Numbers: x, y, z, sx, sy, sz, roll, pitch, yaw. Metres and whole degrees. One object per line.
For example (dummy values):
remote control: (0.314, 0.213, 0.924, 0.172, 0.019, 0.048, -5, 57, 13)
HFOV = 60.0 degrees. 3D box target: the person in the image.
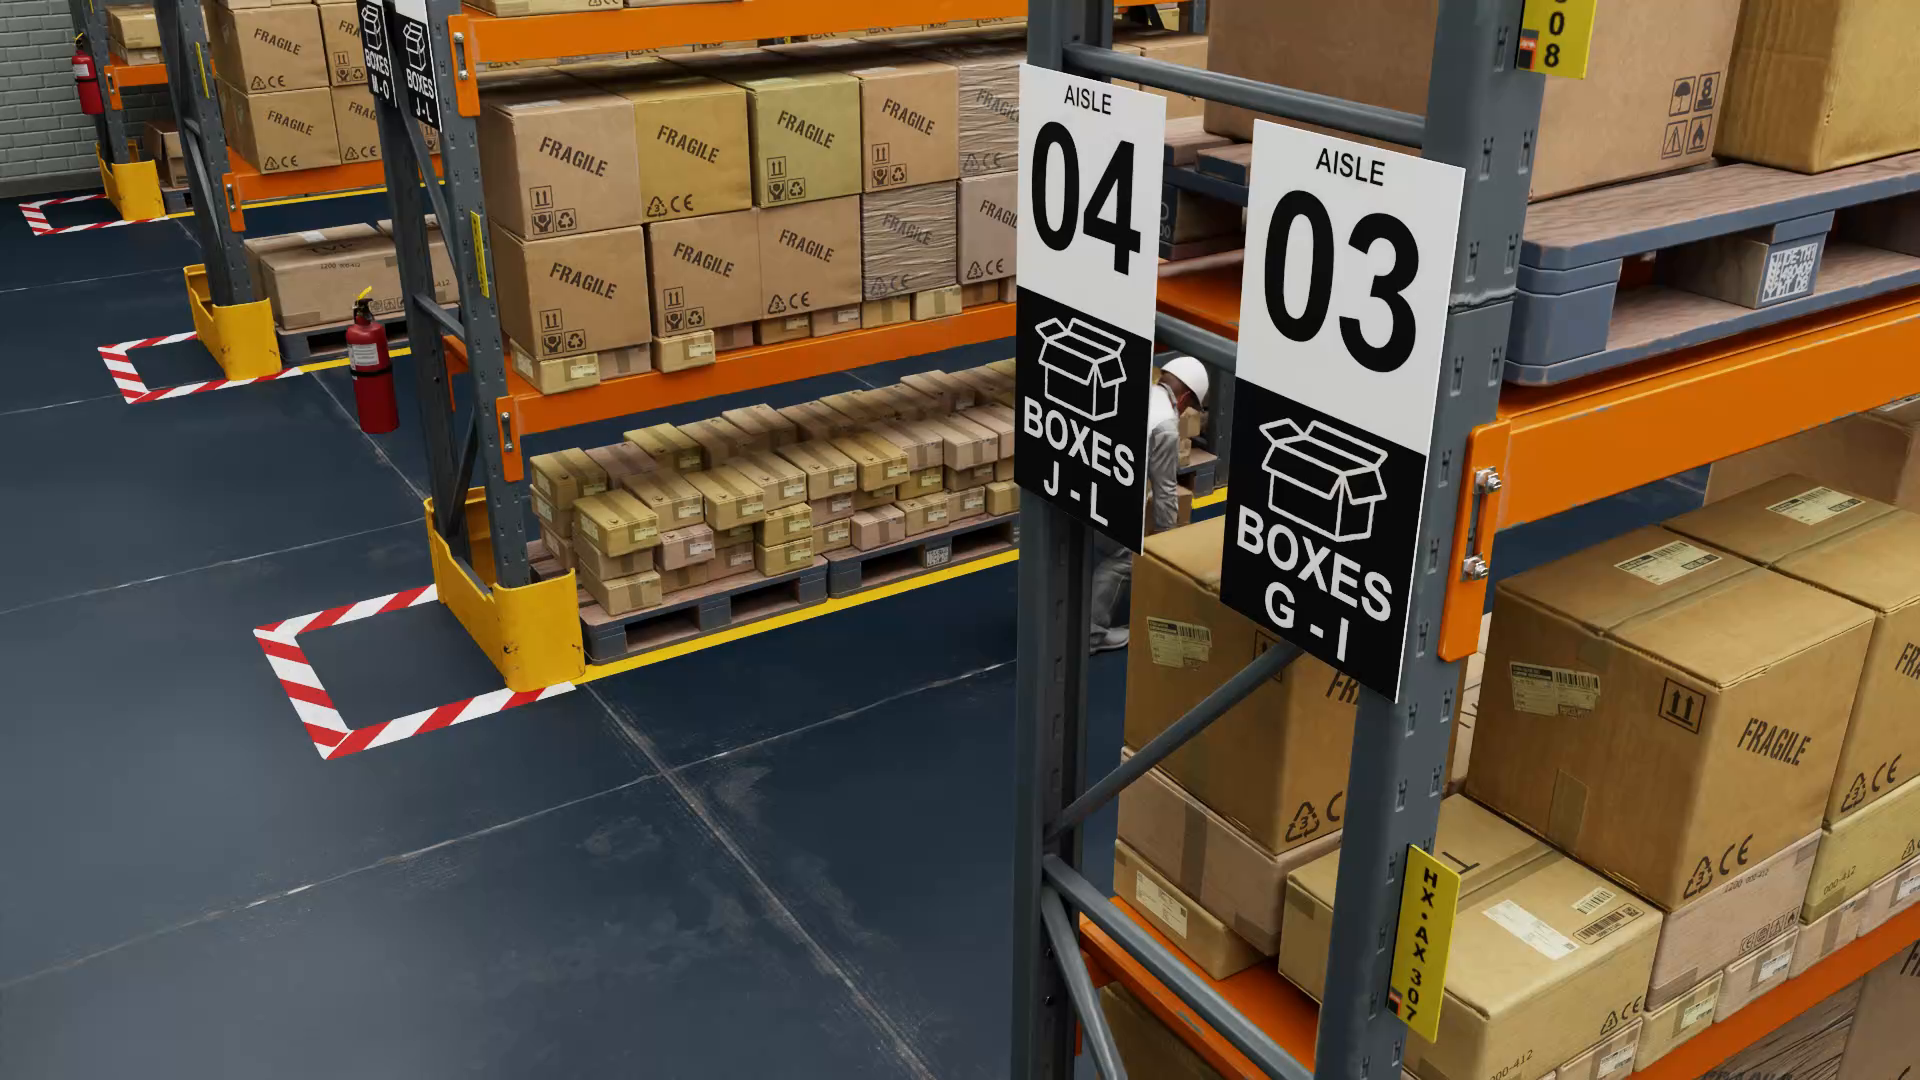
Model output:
person: (0.713, -0.161, 7.537, 0.968, 1.255, 0.468, -17, 30, -32)
